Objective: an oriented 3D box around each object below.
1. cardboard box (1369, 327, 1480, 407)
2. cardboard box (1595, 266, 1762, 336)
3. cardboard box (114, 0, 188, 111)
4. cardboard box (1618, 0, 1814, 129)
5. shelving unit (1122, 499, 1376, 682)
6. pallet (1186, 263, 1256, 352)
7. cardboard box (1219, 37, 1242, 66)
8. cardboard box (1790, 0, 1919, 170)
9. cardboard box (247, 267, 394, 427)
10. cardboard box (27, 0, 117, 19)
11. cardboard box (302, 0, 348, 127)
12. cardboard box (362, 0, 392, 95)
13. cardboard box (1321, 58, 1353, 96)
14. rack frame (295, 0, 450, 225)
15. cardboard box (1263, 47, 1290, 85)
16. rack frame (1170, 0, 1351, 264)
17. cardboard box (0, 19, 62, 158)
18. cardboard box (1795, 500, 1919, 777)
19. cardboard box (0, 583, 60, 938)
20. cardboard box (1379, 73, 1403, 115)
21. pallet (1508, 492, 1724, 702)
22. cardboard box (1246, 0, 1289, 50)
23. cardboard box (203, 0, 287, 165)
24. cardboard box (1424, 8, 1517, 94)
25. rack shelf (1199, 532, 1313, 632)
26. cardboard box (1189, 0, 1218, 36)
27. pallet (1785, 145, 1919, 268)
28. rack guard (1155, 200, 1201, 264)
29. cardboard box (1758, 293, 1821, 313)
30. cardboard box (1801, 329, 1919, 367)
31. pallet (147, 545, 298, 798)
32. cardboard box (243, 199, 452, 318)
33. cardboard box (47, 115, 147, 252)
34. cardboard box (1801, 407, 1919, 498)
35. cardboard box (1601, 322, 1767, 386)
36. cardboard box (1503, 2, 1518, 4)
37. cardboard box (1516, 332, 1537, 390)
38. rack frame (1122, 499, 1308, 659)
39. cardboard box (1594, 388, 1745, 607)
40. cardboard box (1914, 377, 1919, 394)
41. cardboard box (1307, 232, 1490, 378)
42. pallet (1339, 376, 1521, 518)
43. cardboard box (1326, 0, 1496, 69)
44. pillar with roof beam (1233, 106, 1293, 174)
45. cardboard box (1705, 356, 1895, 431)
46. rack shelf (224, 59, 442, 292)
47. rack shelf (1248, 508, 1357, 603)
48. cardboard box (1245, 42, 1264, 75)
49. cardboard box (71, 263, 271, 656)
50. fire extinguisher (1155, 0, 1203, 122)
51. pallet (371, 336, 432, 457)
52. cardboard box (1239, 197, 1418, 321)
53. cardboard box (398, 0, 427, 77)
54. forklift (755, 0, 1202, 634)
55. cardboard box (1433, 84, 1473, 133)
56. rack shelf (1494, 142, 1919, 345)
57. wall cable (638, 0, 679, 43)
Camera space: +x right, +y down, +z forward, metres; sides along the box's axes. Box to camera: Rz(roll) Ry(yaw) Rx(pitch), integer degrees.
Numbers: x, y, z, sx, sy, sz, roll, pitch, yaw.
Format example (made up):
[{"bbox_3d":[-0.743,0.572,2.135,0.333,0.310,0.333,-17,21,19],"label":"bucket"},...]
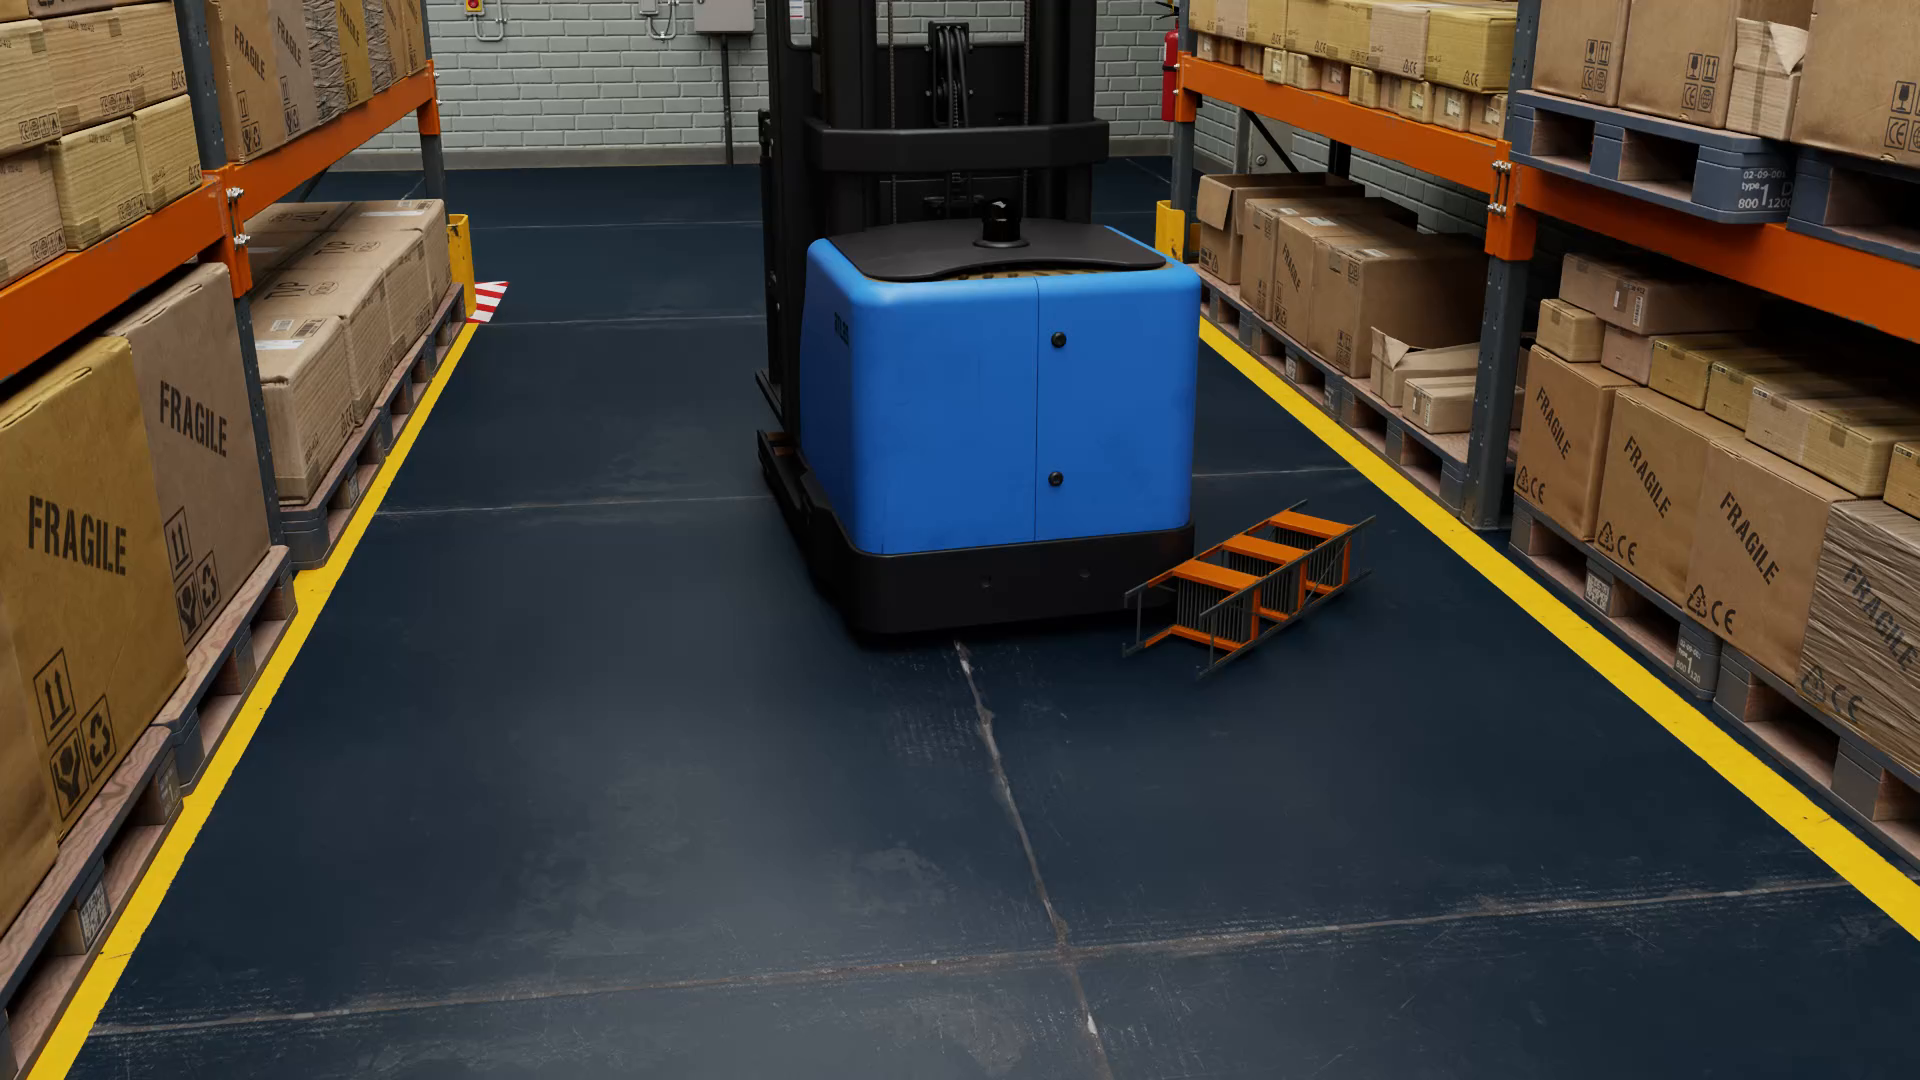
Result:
[{"bbox_3d":[1.851,-0.693,6.591,0.396,0.266,0.258,-2,21,-6],"label":"cardboard box"},{"bbox_3d":[2.147,-0.719,4.973,0.380,0.149,0.250,-4,21,-10],"label":"cardboard box"},{"bbox_3d":[-2.334,-1.247,4.267,0.500,0.250,0.500,-3,21,-8],"label":"cardboard box"},{"bbox_3d":[2.197,-1.360,4.328,0.700,0.500,0.500,-3,21,-7],"label":"cardboard box"},{"bbox_3d":[0.894,0.129,5.020,0.252,0.215,1.050,16,26,37],"label":"shelving unit"},{"bbox_3d":[1.824,-1.251,8.765,1.003,0.211,1.213,-3,21,-8],"label":"pallet"},{"bbox_3d":[1.555,-2.529,8.559,0.380,0.149,0.250,-2,21,-6],"label":"cardboard box"},{"bbox_3d":[2.310,-1.089,3.601,0.700,0.500,0.500,-3,21,-8],"label":"cardboard box"},{"bbox_3d":[-2.752,-0.752,6.505,0.875,0.438,0.875,-4,21,-9],"label":"cardboard box"},{"bbox_3d":[-2.243,-1.418,3.653,0.500,0.500,0.500,-3,21,-7],"label":"cardboard box"},{"bbox_3d":[-2.580,-1.793,6.086,0.500,0.500,0.500,-3,21,-7],"label":"cardboard box"},{"bbox_3d":[-2.742,-2.149,7.041,0.500,0.500,0.500,-2,21,-6],"label":"cardboard box"},{"bbox_3d":[1.773,-1.990,7.116,0.380,0.149,0.250,-3,21,-8],"label":"cardboard box"},{"bbox_3d":[-3.214,-2.608,8.412,1.000,3.000,0.127,-3,21,-8],"label":"rack frame"},{"bbox_3d":[1.609,-2.166,7.587,0.380,0.149,0.250,-4,21,-9],"label":"cardboard box"},{"bbox_3d":[1.697,-2.860,9.086,1.000,3.000,0.127,-3,21,-8],"label":"rack frame"},{"bbox_3d":[-2.174,-0.895,3.325,0.500,0.250,0.500,-2,21,-6],"label":"cardboard box"},{"bbox_3d":[2.343,0.215,3.826,0.500,0.500,0.500,-4,21,-10],"label":"cardboard box"},{"bbox_3d":[-2.203,0.408,2.773,0.875,0.875,0.875,-3,21,-7],"label":"cardboard box"},{"bbox_3d":[1.846,-1.725,6.406,0.380,0.149,0.250,-2,21,-6],"label":"cardboard box"},{"bbox_3d":[2.428,0.111,5.117,1.003,0.211,1.213,-3,21,-8],"label":"pallet"},{"bbox_3d":[1.645,-2.408,7.666,0.500,0.250,0.500,-3,21,-9],"label":"cardboard box"},{"bbox_3d":[-2.446,-1.446,5.157,0.500,0.500,0.500,-2,21,-6],"label":"cardboard box"},{"bbox_3d":[1.959,-1.708,5.791,0.500,0.250,0.500,-2,21,-6],"label":"cardboard box"},{"bbox_3d":[0.887,0.132,5.012,0.240,0.215,0.259,16,26,37],"label":"rack shelf"},{"bbox_3d":[1.496,-2.758,8.603,0.500,0.250,0.500,-3,21,-7],"label":"cardboard box"},{"bbox_3d":[2.565,-0.673,3.506,1.003,0.211,1.213,-3,21,-8],"label":"pallet"},{"bbox_3d":[1.708,-1.663,9.453,1.175,0.500,0.348,-3,21,-8],"label":"rack guard"},{"bbox_3d":[2.612,-0.692,5.326,0.380,0.149,0.250,-4,21,-10],"label":"cardboard box"},{"bbox_3d":[2.699,-0.517,4.859,0.380,0.149,0.250,-3,21,-7],"label":"cardboard box"},{"bbox_3d":[-2.452,0.346,4.487,1.003,0.211,1.213,-3,21,-8],"label":"pallet"},{"bbox_3d":[-3.020,-1.381,8.189,0.875,0.438,0.875,-4,21,-10],"label":"cardboard box"},{"bbox_3d":[-2.251,-0.834,3.876,0.500,0.250,0.500,-3,21,-9],"label":"cardboard box"},{"bbox_3d":[2.312,-0.218,4.058,0.380,0.149,0.250,-2,21,-6],"label":"cardboard box"},{"bbox_3d":[2.178,-0.575,5.014,0.380,0.149,0.250,-3,21,-9],"label":"cardboard box"},{"bbox_3d":[2.390,-1.902,6.312,0.500,0.250,0.500,-3,21,-8],"label":"cardboard box"},{"bbox_3d":[2.412,-0.653,6.419,0.500,0.311,0.500,-2,21,-6],"label":"cardboard box"},{"bbox_3d":[0.800,0.102,5.092,0.008,0.200,1.050,16,26,37],"label":"rack frame"},{"bbox_3d":[2.207,-0.138,4.771,0.500,0.500,0.500,-3,21,-8],"label":"cardboard box"},{"bbox_3d":[2.748,-0.332,4.362,0.380,0.149,0.250,-2,21,-6],"label":"cardboard box"},{"bbox_3d":[1.926,-1.012,7.110,0.700,0.500,0.500,-4,21,-10],"label":"cardboard box"},{"bbox_3d":[2.176,-0.406,6.503,1.003,0.211,1.213,-3,21,-8],"label":"pallet"},{"bbox_3d":[1.813,-2.054,6.718,0.500,0.250,0.500,-3,21,-8],"label":"cardboard box"},{"bbox_3d":[-2.060,-6.432,10.076,9.100,9.000,0.400,-3,21,-8],"label":"pillar with roof beam"},{"bbox_3d":[2.280,-0.392,4.525,0.380,0.149,0.250,-3,21,-9],"label":"cardboard box"},{"bbox_3d":[-2.926,-1.579,6.684,1.077,0.370,4.000,-3,21,-8],"label":"rack shelf"},{"bbox_3d":[1.068,0.055,5.217,0.240,0.215,0.259,16,26,37],"label":"rack shelf"},{"bbox_3d":[1.603,-2.349,8.077,0.380,0.149,0.250,-2,21,-6],"label":"cardboard box"},{"bbox_3d":[-2.469,-0.214,4.439,0.875,0.875,0.875,-2,21,-6],"label":"cardboard box"},{"bbox_3d":[1.218,-2.677,9.239,0.296,0.674,0.183,-3,21,-8],"label":"fire extinguisher"},{"bbox_3d":[-2.849,-0.607,7.041,1.003,0.211,1.213,-3,21,-8],"label":"pallet"},{"bbox_3d":[1.776,-1.371,8.072,0.700,0.500,0.500,-2,21,-6],"label":"cardboard box"},{"bbox_3d":[-2.883,-2.501,7.983,0.500,0.500,0.500,-3,21,-7],"label":"cardboard box"},{"bbox_3d":[-0.155,-1.585,5.771,1.130,2.935,3.031,-5,21,-13],"label":"forklift"},{"bbox_3d":[1.919,-1.544,5.922,0.380,0.149,0.250,-2,21,-6],"label":"cardboard box"},{"bbox_3d":[2.562,-0.445,3.650,1.077,0.370,4.000,-3,21,-8],"label":"rack shelf"},{"bbox_3d":[-2.648,-5.111,13.661,0.588,1.984,0.122,-3,21,-8],"label":"wall cable"}]
